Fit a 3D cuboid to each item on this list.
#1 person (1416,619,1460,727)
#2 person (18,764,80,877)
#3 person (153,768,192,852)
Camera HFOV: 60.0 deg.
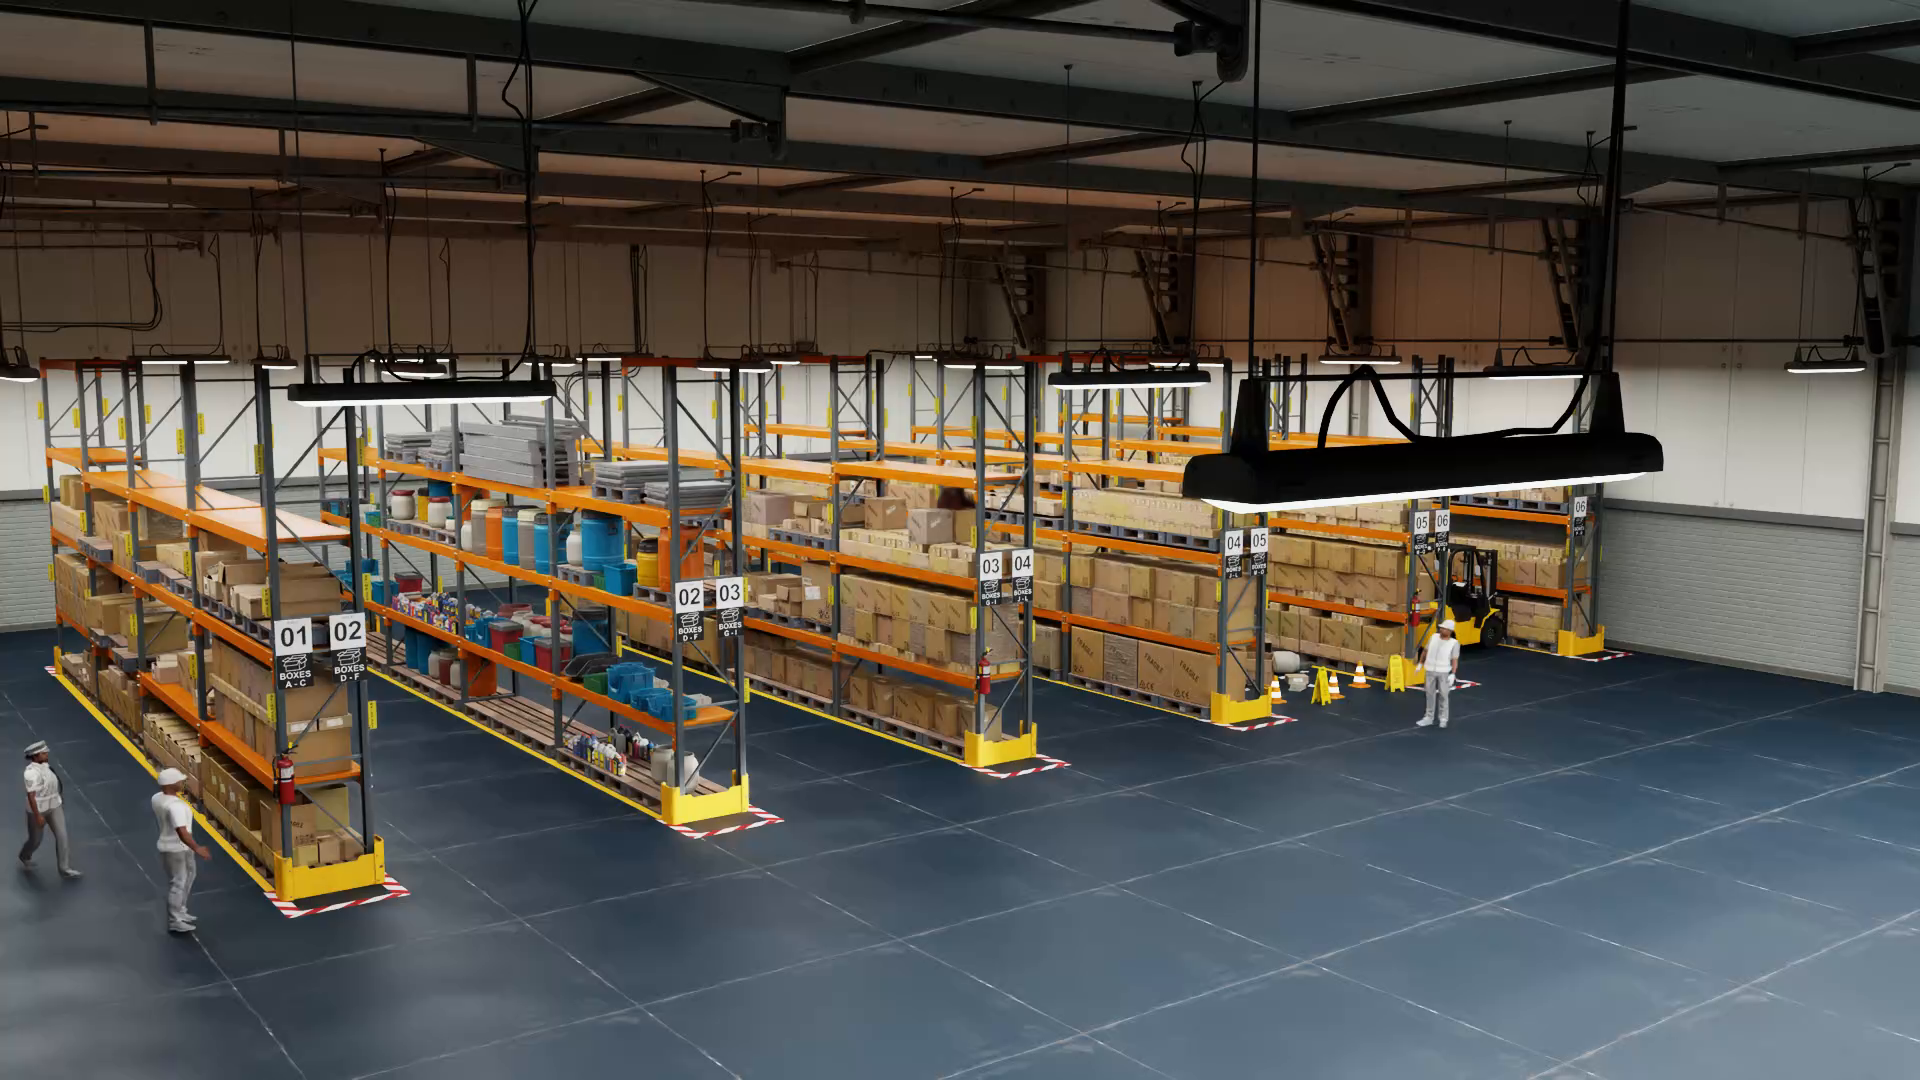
[{"bbox_3d":[7.848,2.176,27.305,0.611,1.776,0.398,4,8,28],"label":"person"},{"bbox_3d":[-10.850,3.300,19.697,0.970,1.377,0.432,5,9,36],"label":"person"},{"bbox_3d":[-8.449,2.870,17.821,0.427,0.873,0.512,-1,7,-11],"label":"person"}]
